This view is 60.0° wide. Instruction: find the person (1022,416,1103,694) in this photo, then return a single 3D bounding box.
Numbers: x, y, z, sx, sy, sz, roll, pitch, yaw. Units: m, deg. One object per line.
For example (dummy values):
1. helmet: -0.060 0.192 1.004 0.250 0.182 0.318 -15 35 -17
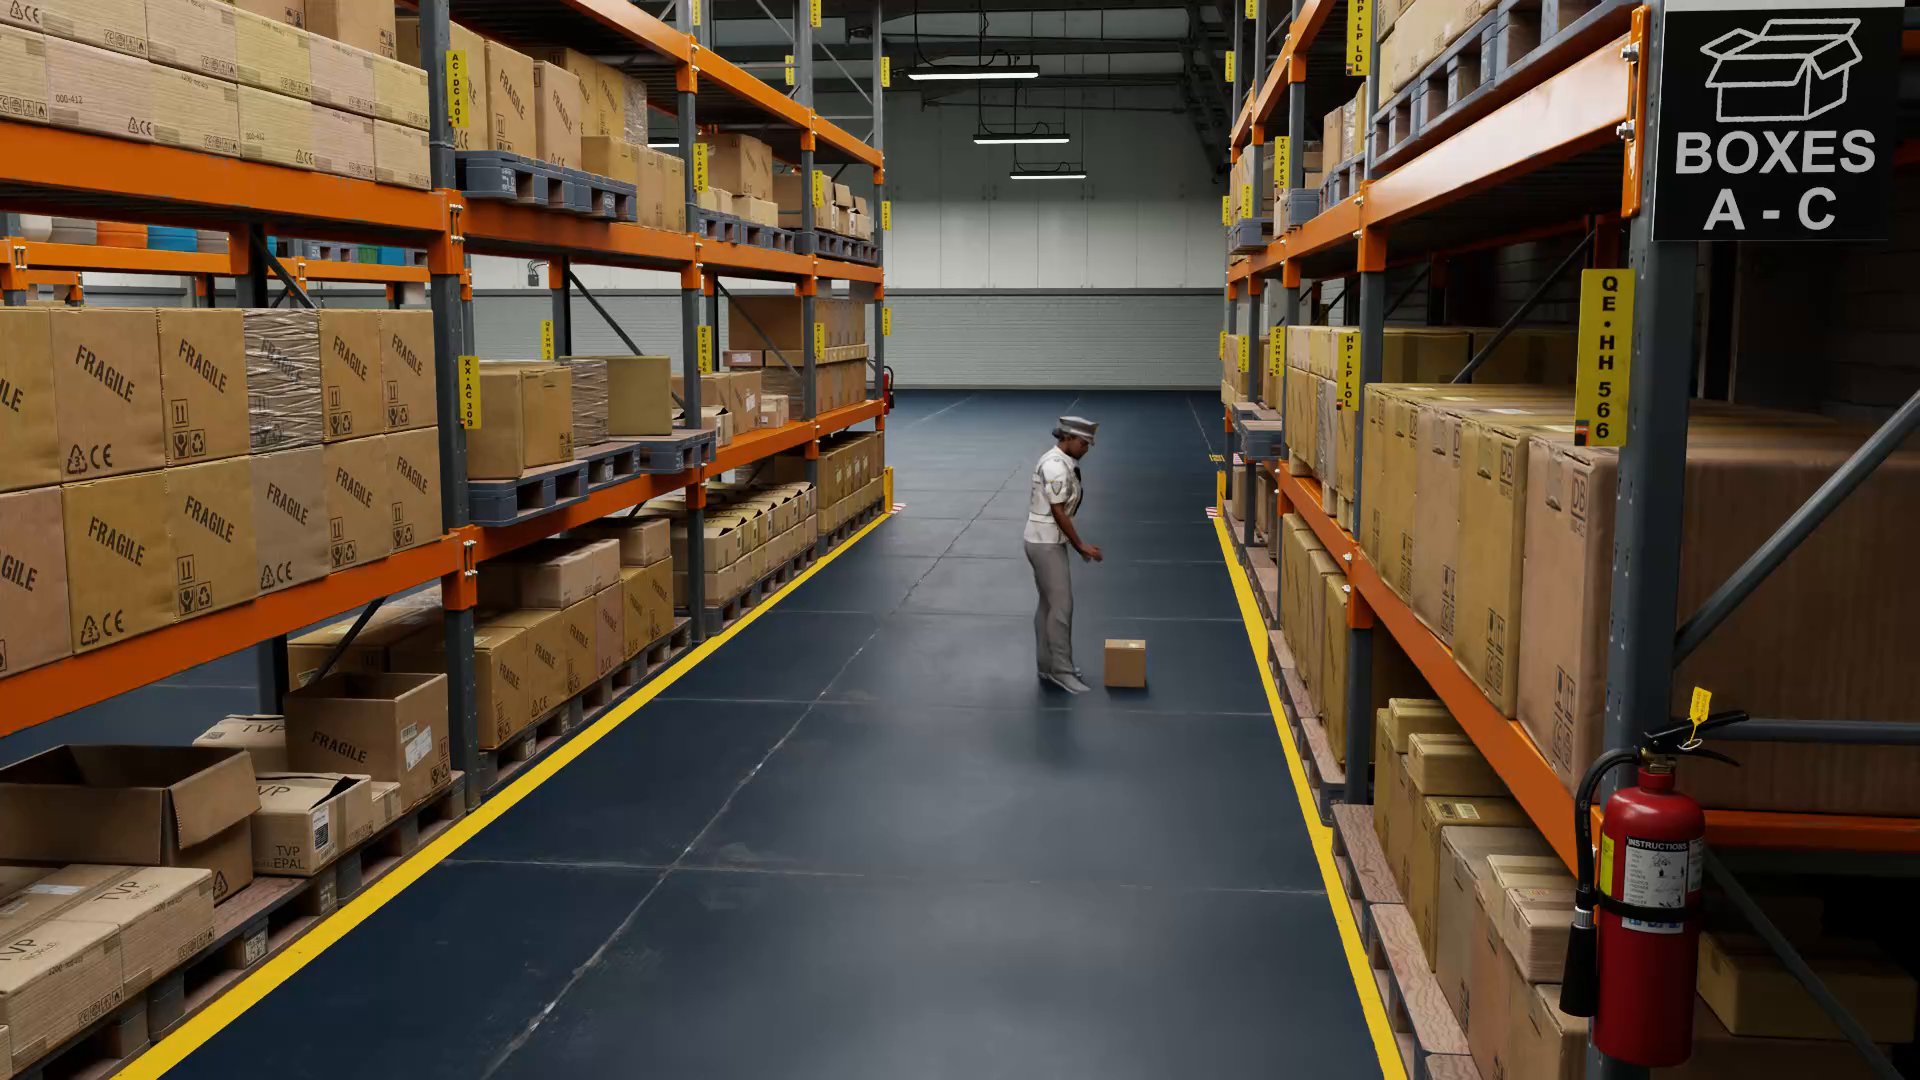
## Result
1. person: 0.634 0.084 10.258 0.517 1.687 0.521 1 8 10
